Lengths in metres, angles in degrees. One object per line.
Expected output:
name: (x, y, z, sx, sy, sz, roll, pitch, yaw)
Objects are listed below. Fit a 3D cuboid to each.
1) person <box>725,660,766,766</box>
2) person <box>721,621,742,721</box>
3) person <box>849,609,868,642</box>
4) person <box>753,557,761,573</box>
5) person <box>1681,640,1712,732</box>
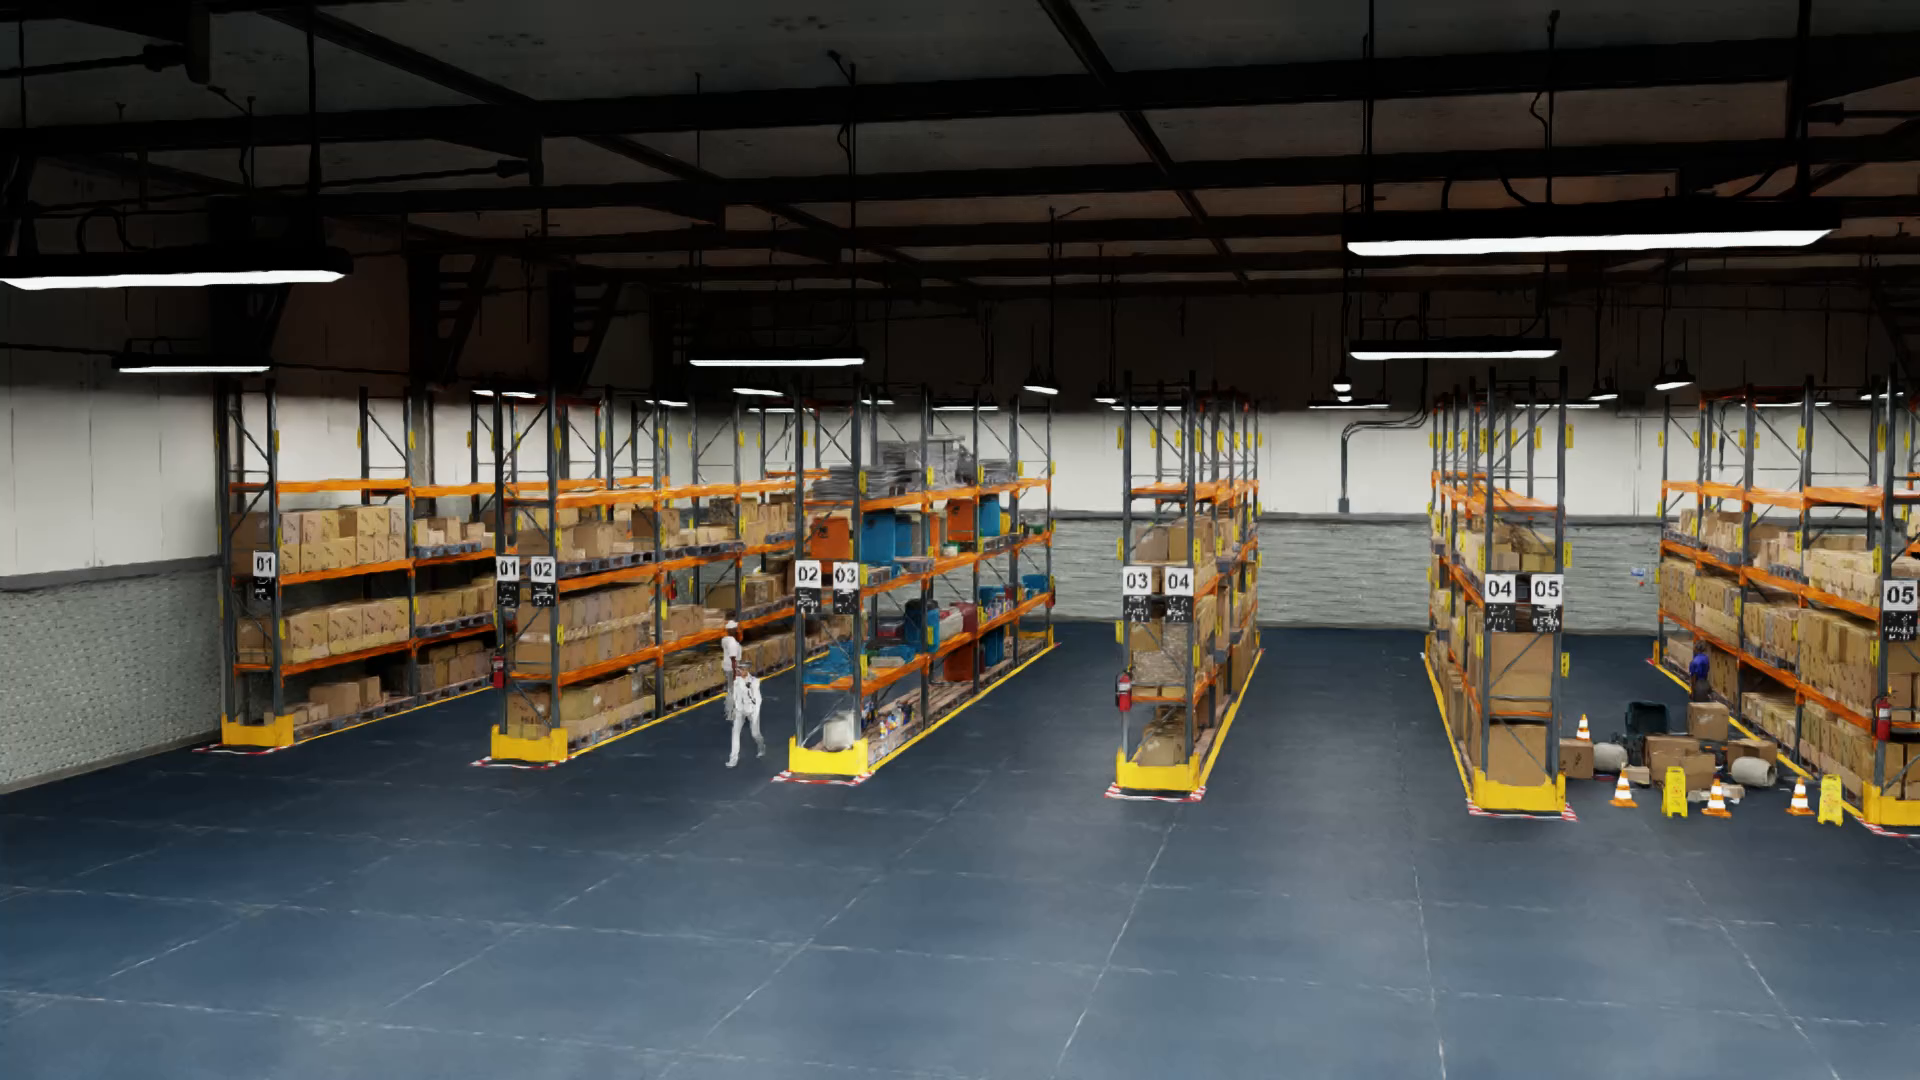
person: (-3.281, 2.637, 25.685, 0.492, 1.625, 0.955, 1, 4, 17)
person: (-4.020, 2.321, 29.664, 0.446, 1.771, 0.632, -1, 4, -17)
person: (-2.192, 2.032, 35.992, 0.458, 1.612, 1.010, 1, 4, 12)
person: (-5.615, 1.339, 46.522, 0.713, 1.739, 0.543, -2, 4, -26)
person: (12.357, 2.518, 27.849, 0.555, 1.598, 0.588, 3, 4, 39)
